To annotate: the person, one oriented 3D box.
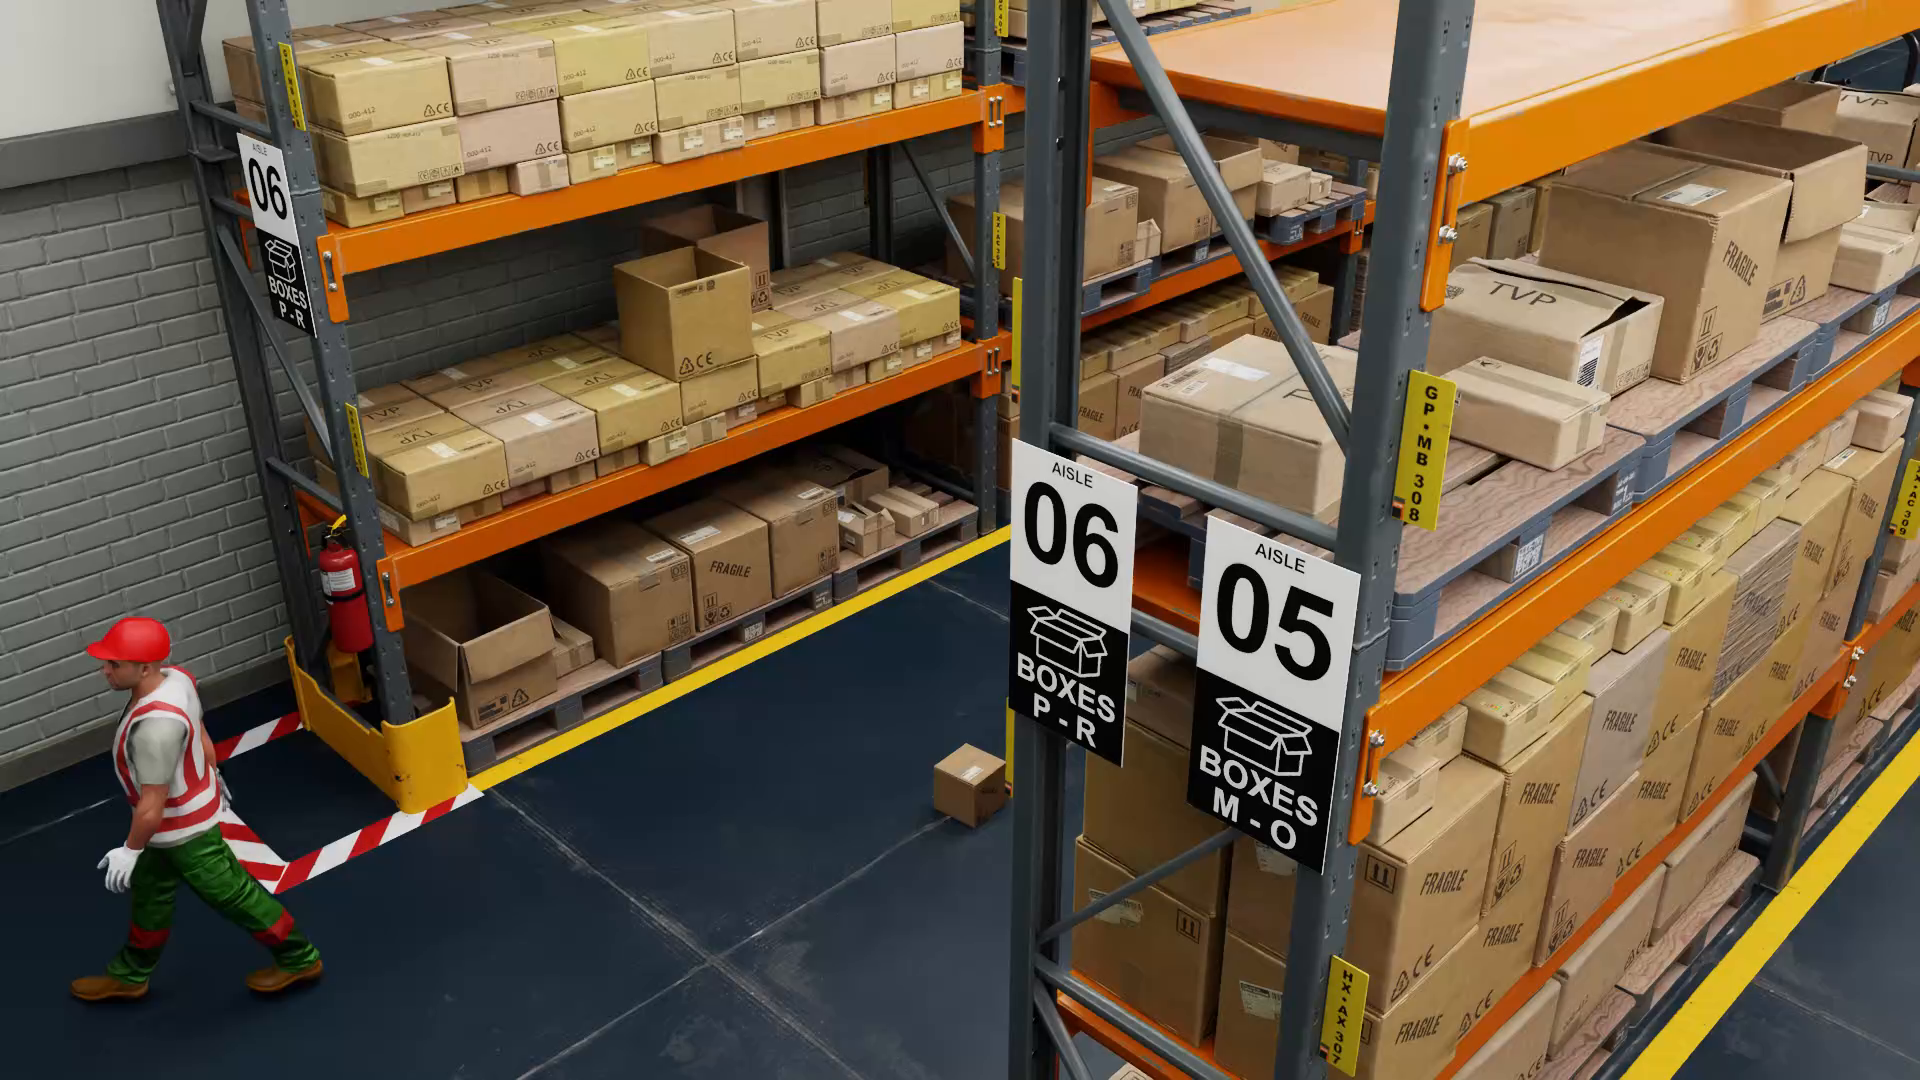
[{"bbox_3d":[-3.141,1.089,6.469,0.963,1.739,0.570,-12,30,-21],"label":"person"}]
